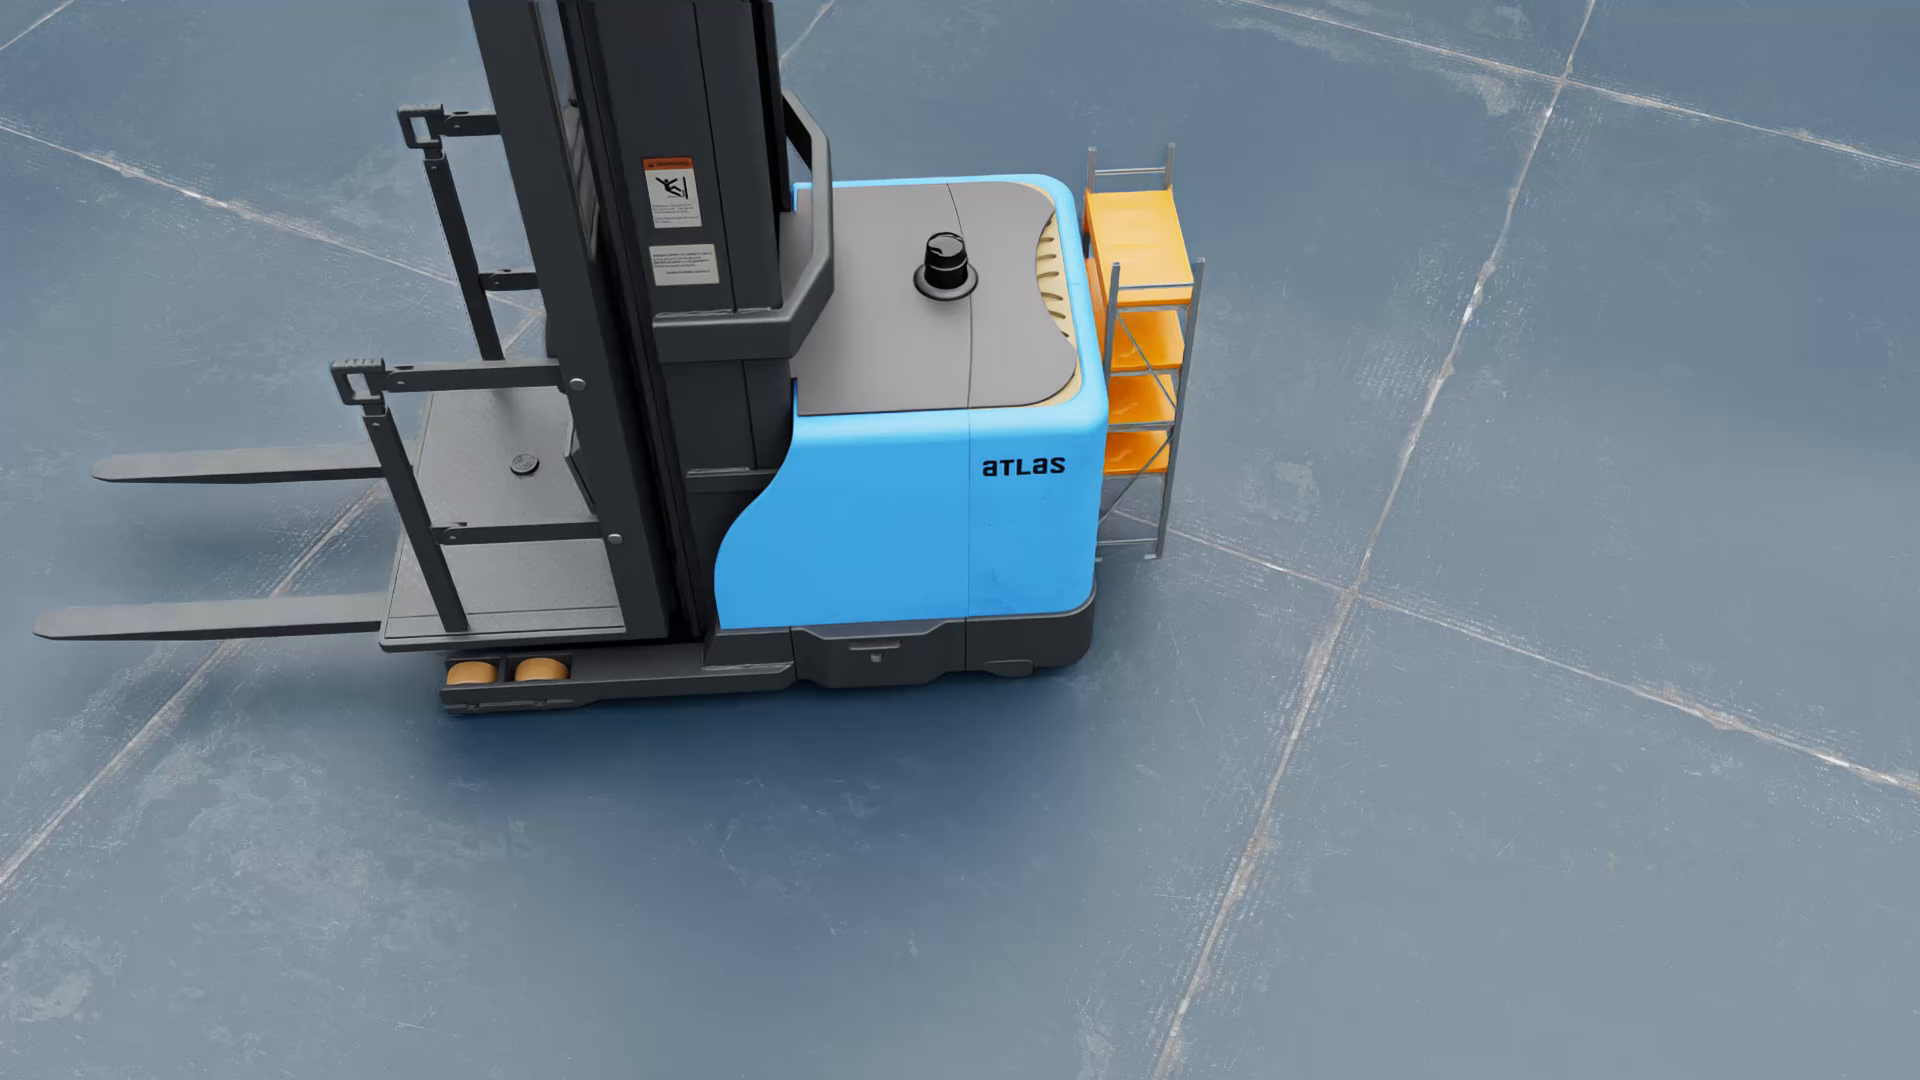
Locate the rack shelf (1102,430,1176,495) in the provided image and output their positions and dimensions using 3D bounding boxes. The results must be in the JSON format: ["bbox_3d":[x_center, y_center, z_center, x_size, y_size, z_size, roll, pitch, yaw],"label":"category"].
[{"bbox_3d":[0.494,-0.342,5.102,0.258,0.148,0.480,-3,50,-3],"label":"rack shelf"}]

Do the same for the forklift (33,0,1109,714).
[{"bbox_3d":[-1.151,-0.866,4.062,3.031,2.935,1.130,-3,50,-2],"label":"forklift"}]

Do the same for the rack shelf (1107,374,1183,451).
[{"bbox_3d":[0.494,-0.470,4.951,0.258,0.148,0.480,-3,50,-3],"label":"rack shelf"}]

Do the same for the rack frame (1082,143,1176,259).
[{"bbox_3d":[0.476,-0.699,5.057,0.240,1.200,0.015,-3,50,-3],"label":"rack frame"}]

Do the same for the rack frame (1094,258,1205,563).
[{"bbox_3d":[0.512,-0.328,4.742,0.240,1.200,0.015,-3,50,-3],"label":"rack frame"}]

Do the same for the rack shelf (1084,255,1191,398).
[{"bbox_3d":[0.494,-0.615,4.780,0.258,0.148,0.480,-3,50,-3],"label":"rack shelf"}]

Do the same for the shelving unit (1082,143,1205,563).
[{"bbox_3d":[0.494,-0.514,4.899,0.258,1.200,0.503,-3,50,-3],"label":"shelving unit"}]

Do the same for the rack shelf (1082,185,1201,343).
[{"bbox_3d":[0.494,-0.768,4.600,0.258,0.148,0.480,-3,50,-3],"label":"rack shelf"}]
